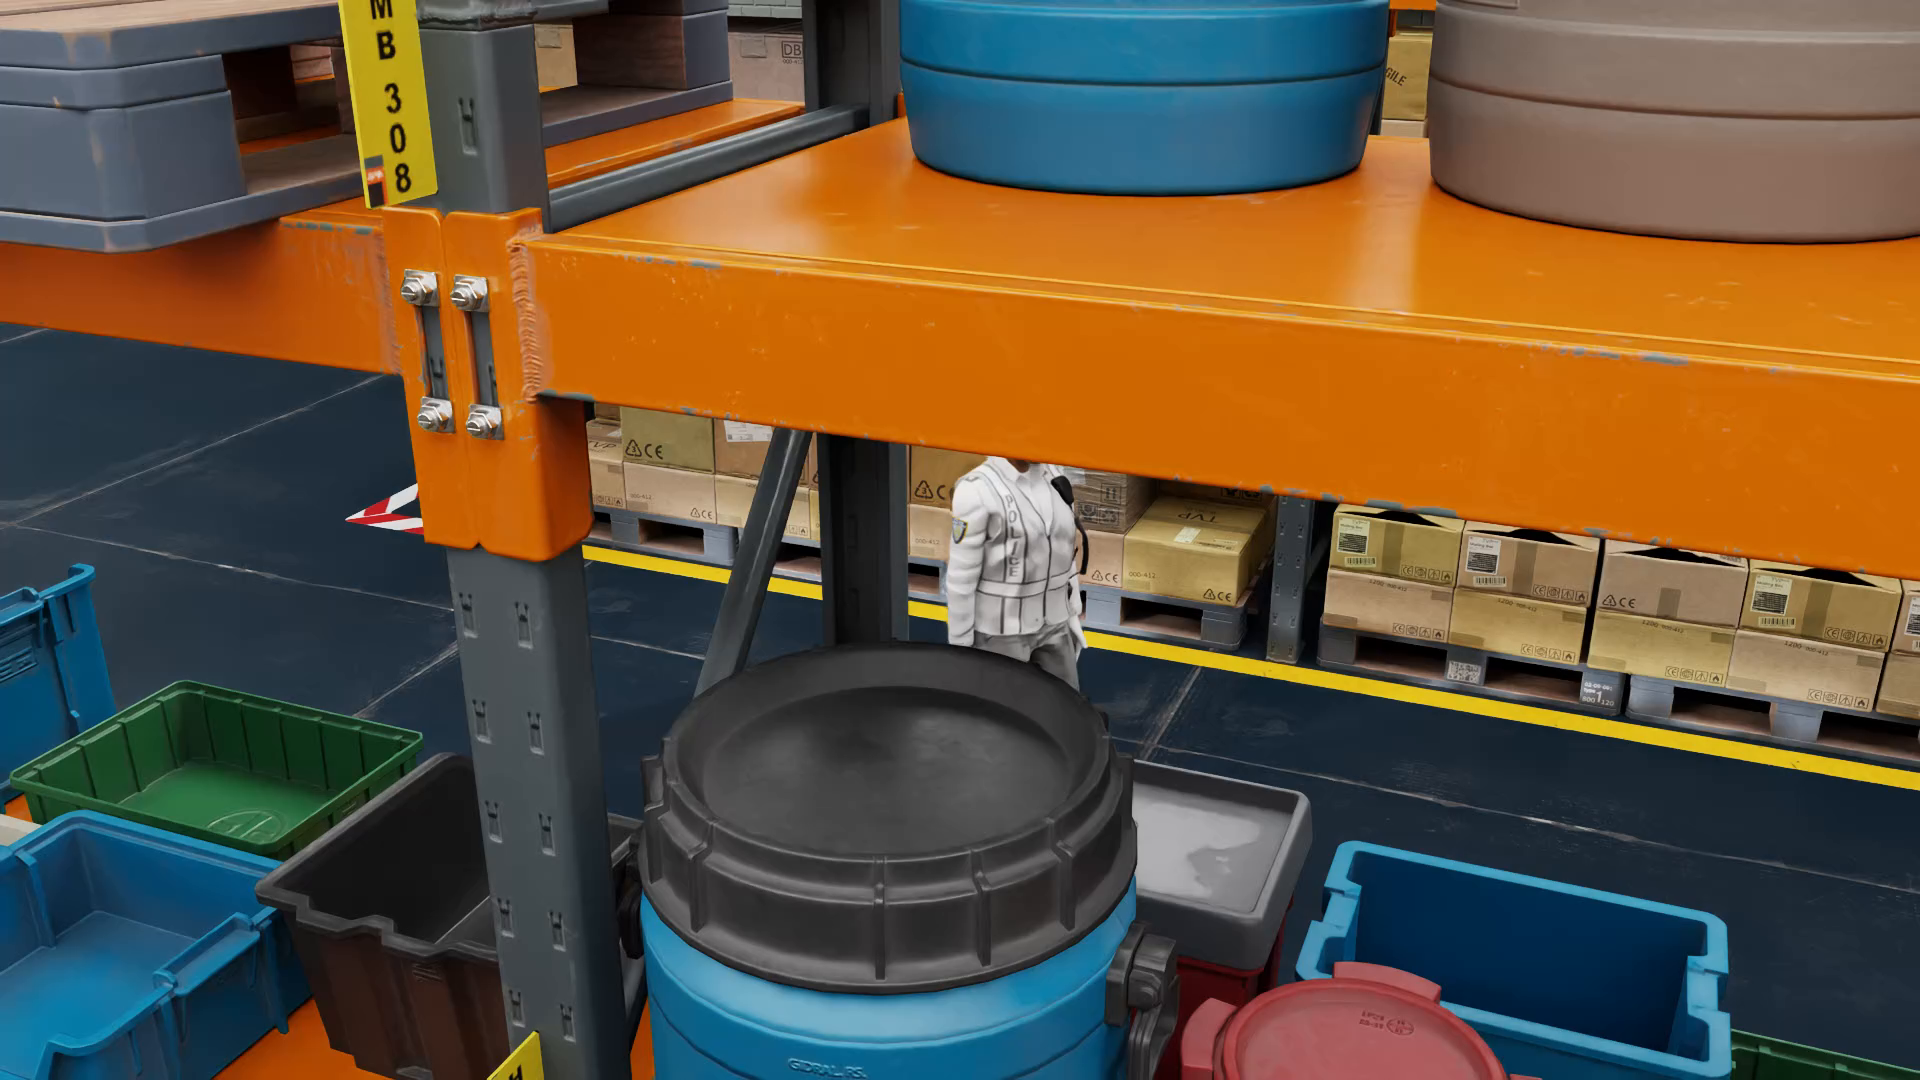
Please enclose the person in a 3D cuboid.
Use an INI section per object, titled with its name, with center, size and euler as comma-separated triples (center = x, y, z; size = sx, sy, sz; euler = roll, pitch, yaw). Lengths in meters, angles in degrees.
[person]
center = 0.194, 0.297, 5.343
size = 0.503, 1.656, 0.504
euler = -19, 29, -38
